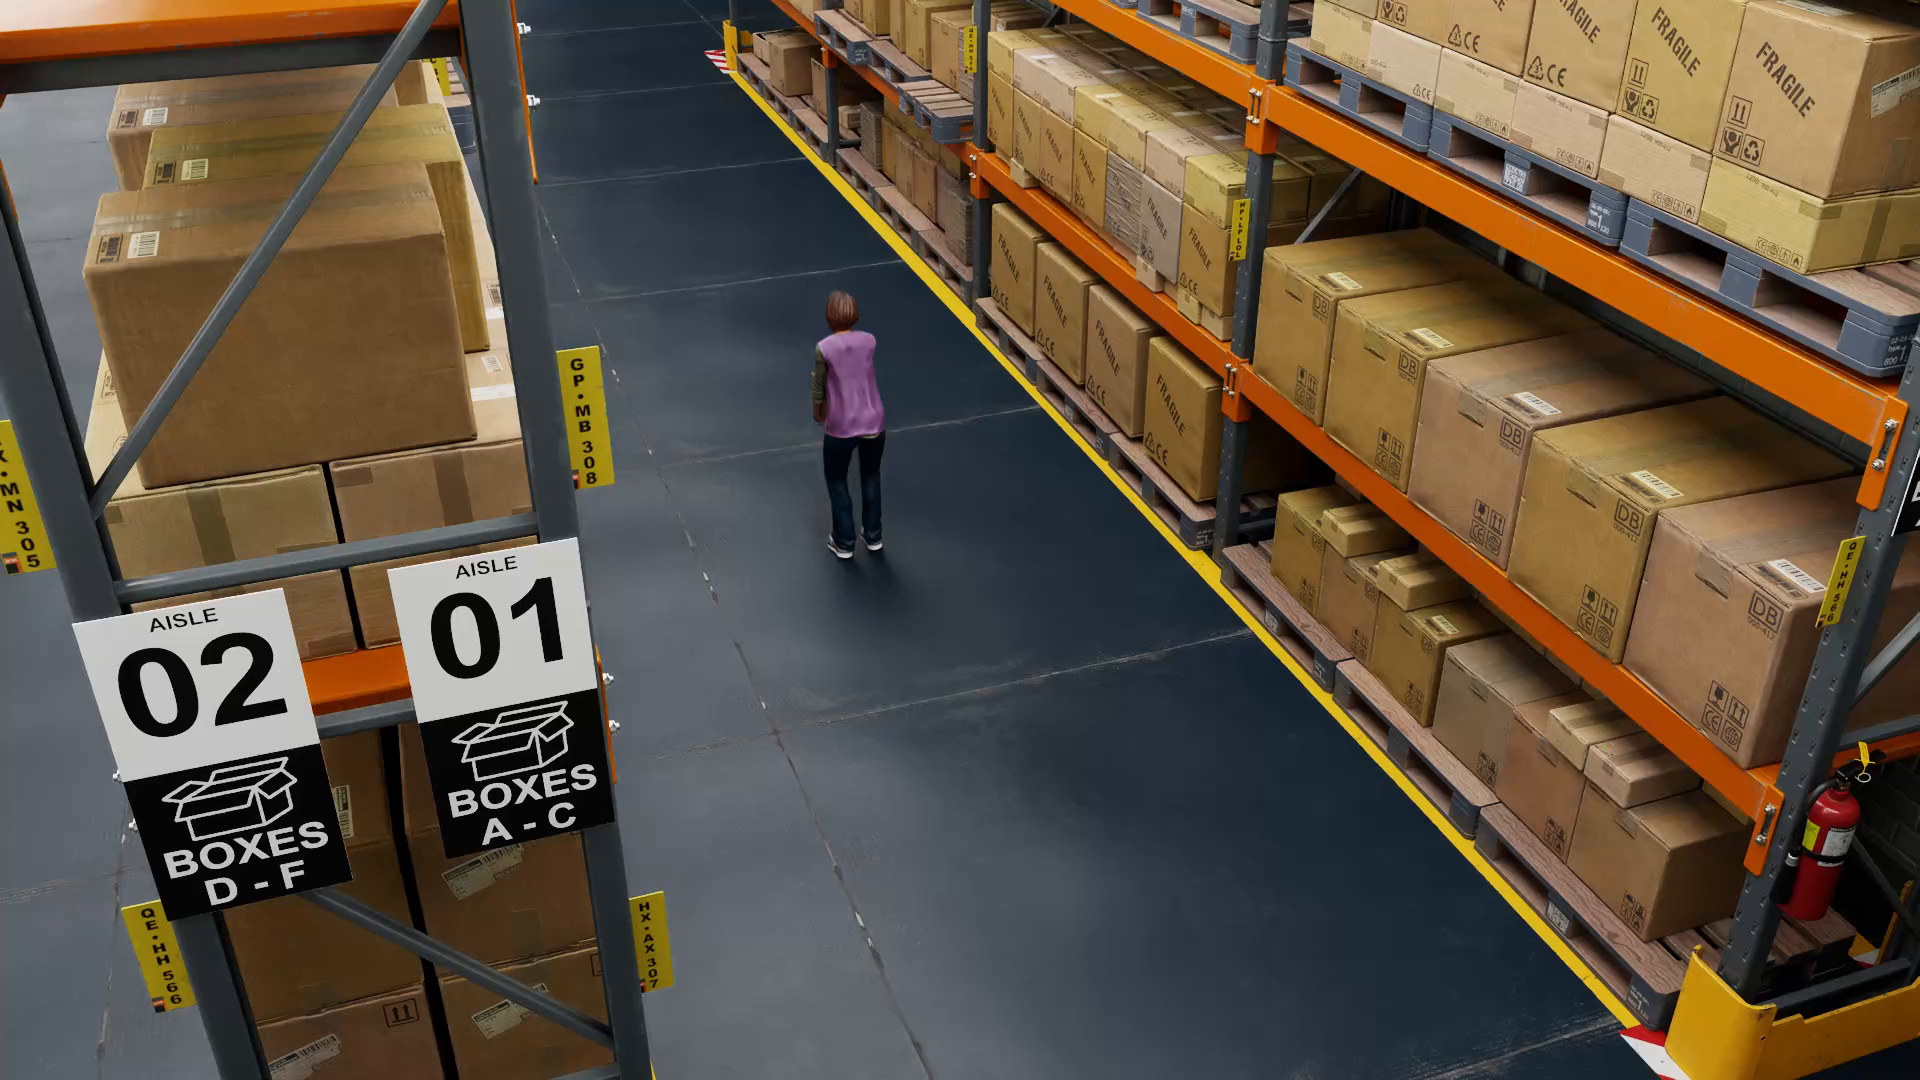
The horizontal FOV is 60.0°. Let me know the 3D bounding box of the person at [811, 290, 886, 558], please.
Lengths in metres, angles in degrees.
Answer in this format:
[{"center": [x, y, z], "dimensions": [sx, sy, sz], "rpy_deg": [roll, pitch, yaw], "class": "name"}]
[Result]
[{"center": [-0.636, -0.661, 9.503], "dimensions": [0.372, 1.577, 0.525], "rpy_deg": [-11, 32, -18], "class": "person"}]
